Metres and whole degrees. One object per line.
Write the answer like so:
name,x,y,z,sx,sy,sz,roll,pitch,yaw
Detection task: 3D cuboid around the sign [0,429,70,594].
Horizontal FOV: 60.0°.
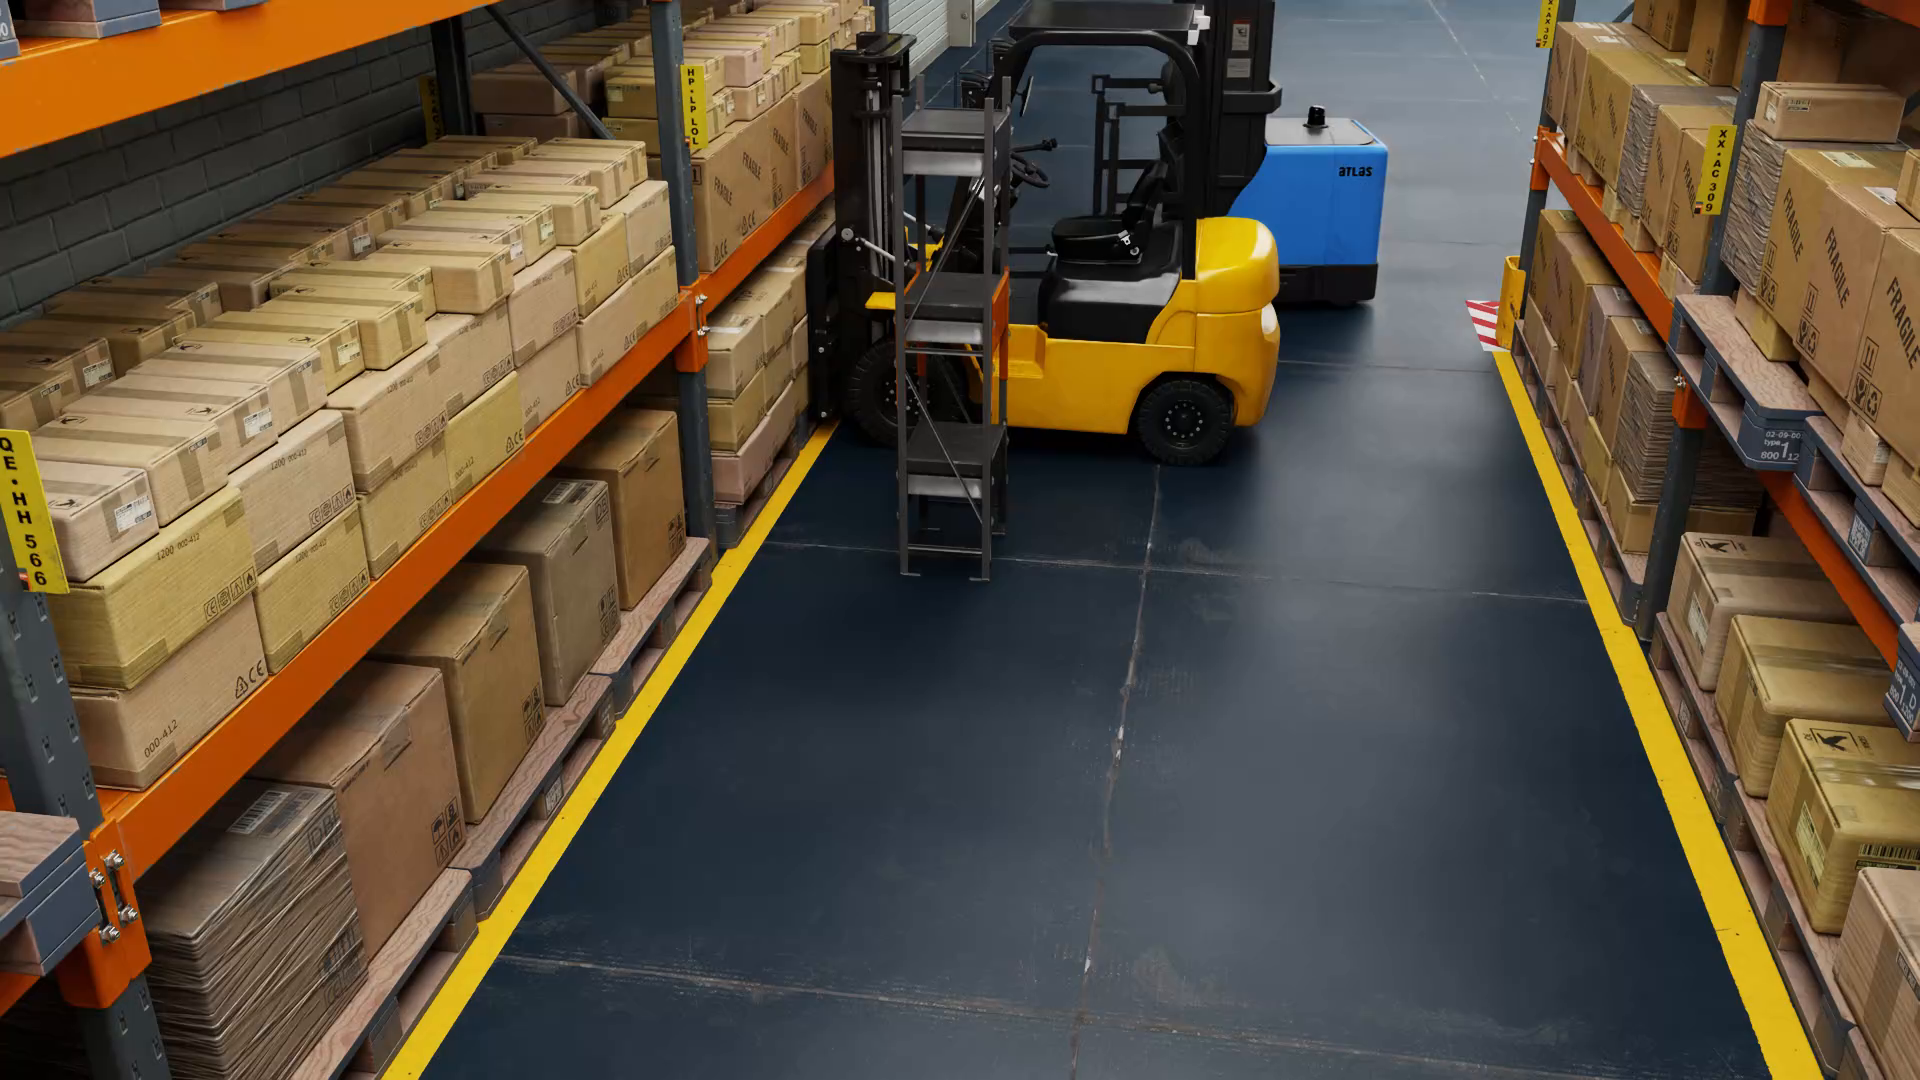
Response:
sign,-1.714,-0.050,3.046,0.100,0.325,0.005,4,25,9

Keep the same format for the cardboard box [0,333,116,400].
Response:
cardboard box,-2.391,-0.413,4.211,0.380,0.149,0.250,4,25,7

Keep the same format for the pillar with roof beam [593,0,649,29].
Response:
pillar with roof beam,2.301,-5.131,8.097,9.100,9.000,0.400,4,25,9

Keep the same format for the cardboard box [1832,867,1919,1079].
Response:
cardboard box,2.862,1.203,4.247,0.950,0.372,0.625,4,25,8

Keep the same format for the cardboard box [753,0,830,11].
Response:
cardboard box,-0.934,-2.935,9.247,0.380,0.149,0.250,4,25,9

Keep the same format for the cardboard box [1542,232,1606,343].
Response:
cardboard box,3.465,-1.336,8.929,0.500,0.500,0.500,3,25,7

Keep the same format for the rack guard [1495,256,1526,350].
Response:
rack guard,3.942,-1.435,10.225,1.175,0.500,0.348,4,25,9

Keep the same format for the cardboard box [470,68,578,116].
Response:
cardboard box,-1.843,-1.896,7.029,0.380,0.149,0.250,4,25,9

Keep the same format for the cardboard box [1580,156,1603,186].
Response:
cardboard box,3.448,-1.932,8.635,0.380,0.149,0.250,5,25,10

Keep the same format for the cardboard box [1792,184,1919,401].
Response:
cardboard box,2.766,-0.704,4.752,0.500,0.500,0.500,4,25,8

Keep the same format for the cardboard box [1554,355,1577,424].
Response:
cardboard box,3.382,-0.783,8.633,0.500,0.250,0.500,6,26,12

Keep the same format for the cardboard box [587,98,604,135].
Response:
cardboard box,-1.791,-1.866,7.316,0.380,0.149,0.250,3,25,7

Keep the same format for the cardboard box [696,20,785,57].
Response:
cardboard box,-1.097,-2.504,8.328,0.380,0.149,0.250,4,25,9

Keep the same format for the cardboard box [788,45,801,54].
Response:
cardboard box,-1.039,-2.479,8.625,0.380,0.149,0.250,4,25,8

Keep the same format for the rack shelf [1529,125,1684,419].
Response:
rack shelf,3.628,-1.436,8.128,1.077,0.370,4.000,4,25,9

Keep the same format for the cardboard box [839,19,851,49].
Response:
cardboard box,-0.839,-2.902,9.529,0.380,0.149,0.250,4,25,10

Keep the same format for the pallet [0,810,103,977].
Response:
pallet,-2.292,0.780,2.771,1.213,0.211,1.003,4,25,9

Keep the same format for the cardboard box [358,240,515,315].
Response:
cardboard box,-1.580,-0.796,5.029,0.380,0.149,0.250,3,25,7

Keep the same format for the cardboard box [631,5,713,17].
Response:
cardboard box,-1.528,-2.753,8.859,0.380,0.149,0.250,3,25,7

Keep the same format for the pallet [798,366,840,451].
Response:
pallet,-1.229,-0.846,9.309,1.003,0.211,1.213,4,25,9

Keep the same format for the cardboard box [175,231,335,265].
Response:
cardboard box,-2.161,-0.840,5.124,0.380,0.149,0.250,4,25,9

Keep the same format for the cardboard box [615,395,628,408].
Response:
cardboard box,-1.719,-0.657,7.774,0.500,0.250,0.500,3,25,7

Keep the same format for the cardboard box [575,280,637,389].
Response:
cardboard box,-1.498,-0.760,6.013,0.500,0.250,0.500,4,25,8

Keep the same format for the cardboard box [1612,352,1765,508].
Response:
cardboard box,3.133,-0.476,7.092,0.500,0.500,0.500,4,25,8

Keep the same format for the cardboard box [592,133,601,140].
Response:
cardboard box,-1.790,-1.520,7.341,0.500,0.500,0.500,4,25,8

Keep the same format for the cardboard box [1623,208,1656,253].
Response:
cardboard box,3.215,-1.392,7.483,0.380,0.149,0.250,4,25,8

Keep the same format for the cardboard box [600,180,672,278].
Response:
cardboard box,-1.425,-1.203,6.370,0.500,0.250,0.500,3,25,7

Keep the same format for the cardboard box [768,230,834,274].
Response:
cardboard box,-0.951,-1.487,8.958,0.500,0.250,0.500,4,25,7

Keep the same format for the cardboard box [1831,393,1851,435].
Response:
cardboard box,2.753,-0.357,4.775,0.380,0.149,0.250,4,25,9

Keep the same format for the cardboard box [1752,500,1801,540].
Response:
cardboard box,3.663,-0.098,7.170,0.500,0.250,0.500,3,25,6

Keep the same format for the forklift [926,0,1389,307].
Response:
forklift,1.234,-3.054,10.817,3.031,2.935,1.130,0,25,-1

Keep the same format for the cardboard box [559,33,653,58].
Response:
cardboard box,-1.690,-2.326,7.947,0.380,0.149,0.250,4,25,8

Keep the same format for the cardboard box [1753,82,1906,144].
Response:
cardboard box,2.875,-1.417,5.510,0.380,0.149,0.250,4,25,8

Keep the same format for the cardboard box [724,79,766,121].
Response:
cardboard box,-1.116,-2.039,7.686,0.380,0.149,0.250,5,25,10

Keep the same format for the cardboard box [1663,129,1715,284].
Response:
cardboard box,3.128,-1.309,6.539,0.500,0.500,0.500,3,25,7

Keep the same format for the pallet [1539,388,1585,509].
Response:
pallet,3.573,-0.458,8.479,1.003,0.211,1.213,4,25,9

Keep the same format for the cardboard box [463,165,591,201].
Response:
cardboard box,-1.550,-1.241,5.979,0.380,0.149,0.250,4,25,8

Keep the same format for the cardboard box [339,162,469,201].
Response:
cardboard box,-2.003,-1.262,6.024,0.380,0.149,0.250,4,25,8

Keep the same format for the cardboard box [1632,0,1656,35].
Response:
cardboard box,4.086,-3.003,8.978,0.700,0.500,0.500,3,25,7

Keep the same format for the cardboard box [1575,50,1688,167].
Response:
cardboard box,3.440,-2.170,8.378,0.500,0.500,0.500,4,25,7

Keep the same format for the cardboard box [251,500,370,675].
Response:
cardboard box,-1.850,0.094,4.187,0.500,0.250,0.500,3,25,7

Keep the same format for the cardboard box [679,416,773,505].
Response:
cardboard box,-1.191,-0.392,7.797,0.500,0.250,0.500,4,25,9

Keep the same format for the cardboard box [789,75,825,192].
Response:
cardboard box,-1.013,-2.120,8.624,0.500,0.500,0.500,4,25,9

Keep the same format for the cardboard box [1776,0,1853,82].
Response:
cardboard box,3.692,-1.939,6.707,0.700,0.500,0.500,4,25,9

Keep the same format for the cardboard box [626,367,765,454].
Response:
cardboard box,-1.213,-0.620,7.695,0.500,0.250,0.500,4,25,8

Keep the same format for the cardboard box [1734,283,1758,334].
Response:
cardboard box,2.899,-0.793,5.706,0.380,0.149,0.250,4,25,9

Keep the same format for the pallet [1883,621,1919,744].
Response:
pallet,2.658,0.529,3.308,1.213,0.211,1.003,4,25,9

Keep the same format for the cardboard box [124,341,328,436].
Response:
cardboard box,-1.819,-0.378,4.136,0.380,0.149,0.250,4,25,9

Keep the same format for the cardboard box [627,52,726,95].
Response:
cardboard box,-1.266,-2.077,7.416,0.380,0.149,0.250,4,25,8

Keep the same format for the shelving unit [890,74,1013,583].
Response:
shelving unit,-0.027,-0.882,7.157,0.431,2.100,0.503,4,25,9

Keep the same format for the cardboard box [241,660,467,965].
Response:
cardboard box,-2.036,0.757,4.901,0.875,0.625,0.625,5,26,10

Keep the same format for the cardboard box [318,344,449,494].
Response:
cardboard box,-1.751,-0.349,4.545,0.500,0.250,0.500,3,25,7

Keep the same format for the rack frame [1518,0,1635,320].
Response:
rack frame,3.954,-2.598,9.763,1.000,3.000,0.127,4,25,9

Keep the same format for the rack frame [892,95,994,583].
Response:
rack frame,-0.067,-0.780,6.939,0.400,2.100,0.015,4,25,9

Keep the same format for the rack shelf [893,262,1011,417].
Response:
rack shelf,-0.027,-0.869,7.163,0.431,0.518,0.480,4,25,9
